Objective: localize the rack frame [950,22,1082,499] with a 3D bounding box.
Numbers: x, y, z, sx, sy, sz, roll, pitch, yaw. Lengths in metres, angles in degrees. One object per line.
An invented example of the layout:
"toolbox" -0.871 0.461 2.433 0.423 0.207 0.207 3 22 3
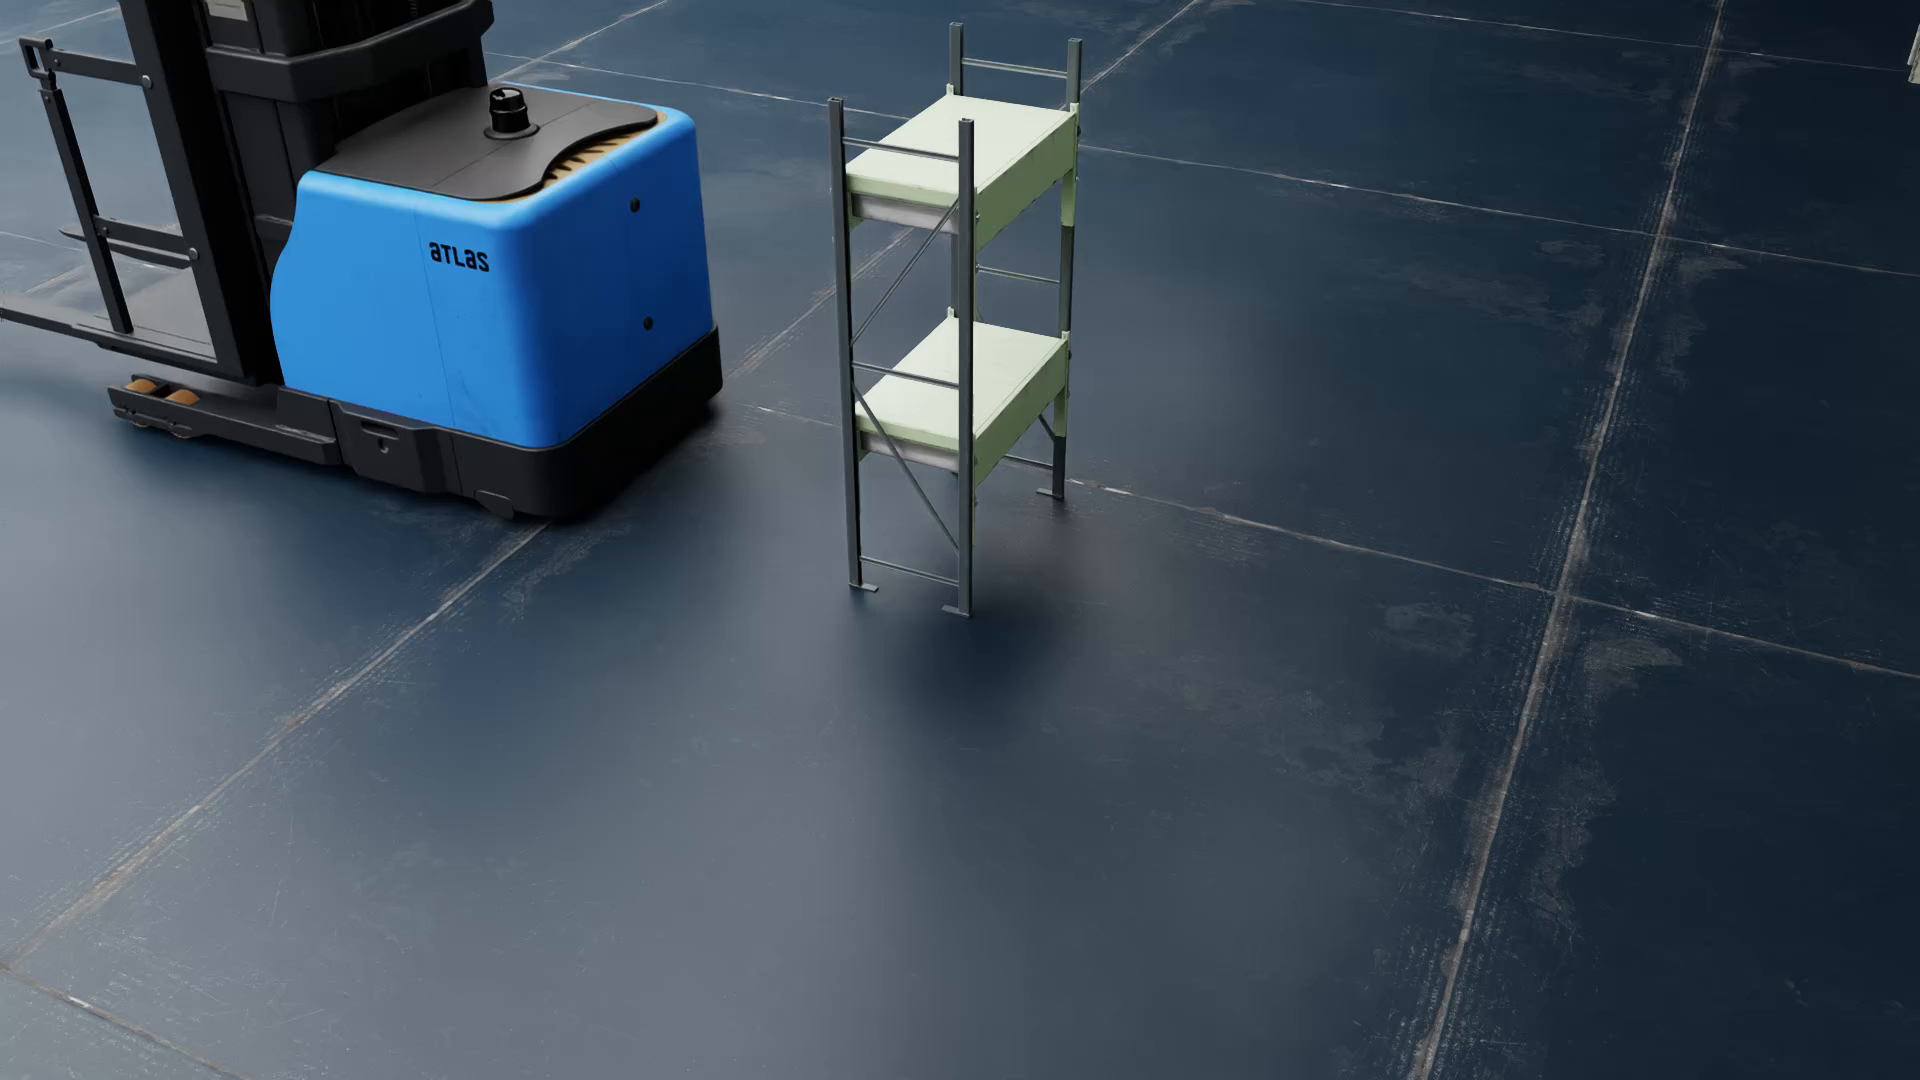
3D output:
"rack frame" 0.156 -0.813 5.122 0.400 1.500 0.023 14 36 20

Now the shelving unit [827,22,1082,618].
"shelving unit" 0.003 -0.631 4.844 0.431 1.500 0.755 14 36 20

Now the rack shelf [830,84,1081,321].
"rack shelf" 0.003 -0.957 4.630 0.431 0.370 0.720 14 36 20

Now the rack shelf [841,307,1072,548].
"rack shelf" 0.003 -0.358 5.023 0.431 0.370 0.720 14 36 20

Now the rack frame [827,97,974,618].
"rack frame" -0.150 -0.448 4.566 0.400 1.500 0.023 14 36 20

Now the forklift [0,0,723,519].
"forklift" -2.411 -1.825 5.361 3.031 2.935 1.130 14 36 20
